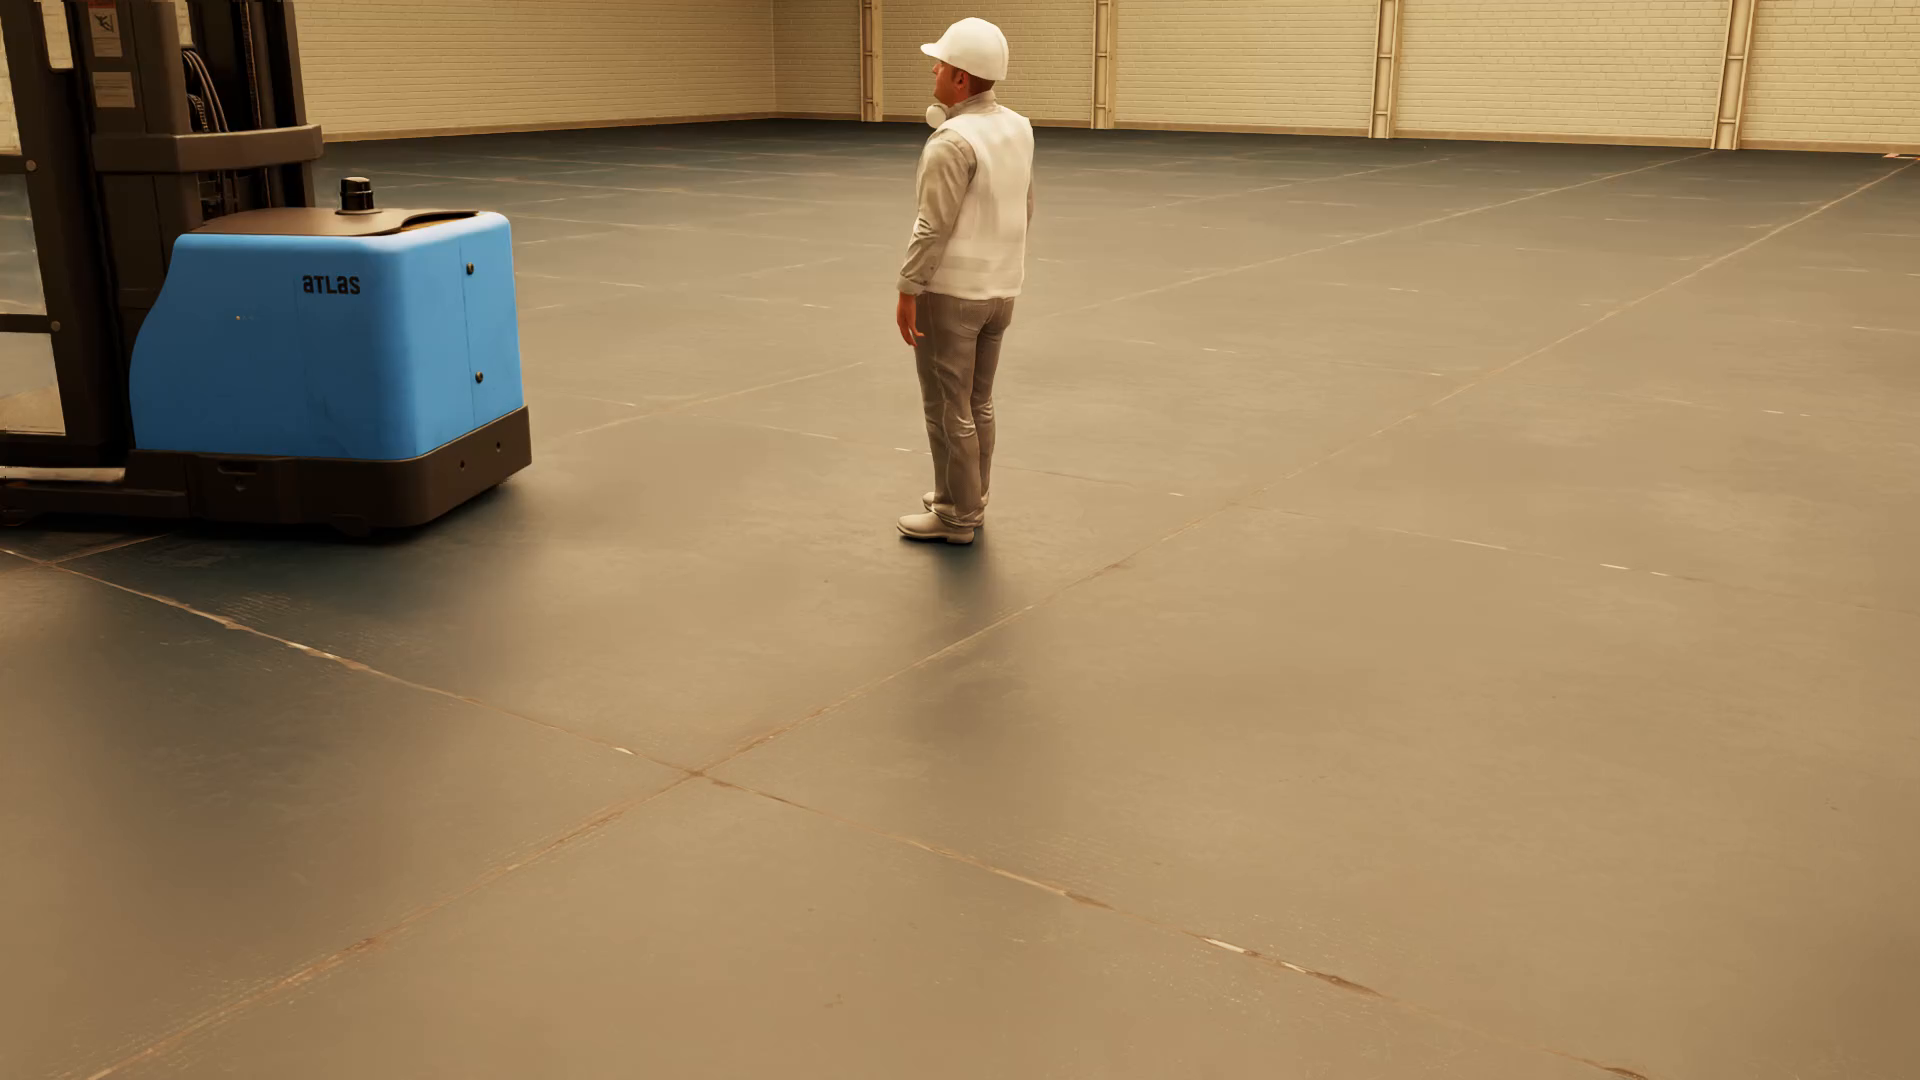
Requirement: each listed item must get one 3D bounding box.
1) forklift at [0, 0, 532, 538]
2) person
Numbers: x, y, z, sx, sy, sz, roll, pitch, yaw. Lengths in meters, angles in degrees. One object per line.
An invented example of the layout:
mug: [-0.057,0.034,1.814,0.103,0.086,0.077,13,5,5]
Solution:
forklift: [-3.301,-1.597,6.174,3.031,2.935,1.130,3,17,10]
person: [-0.048,-0.869,5.732,0.566,1.775,0.633,11,20,33]
